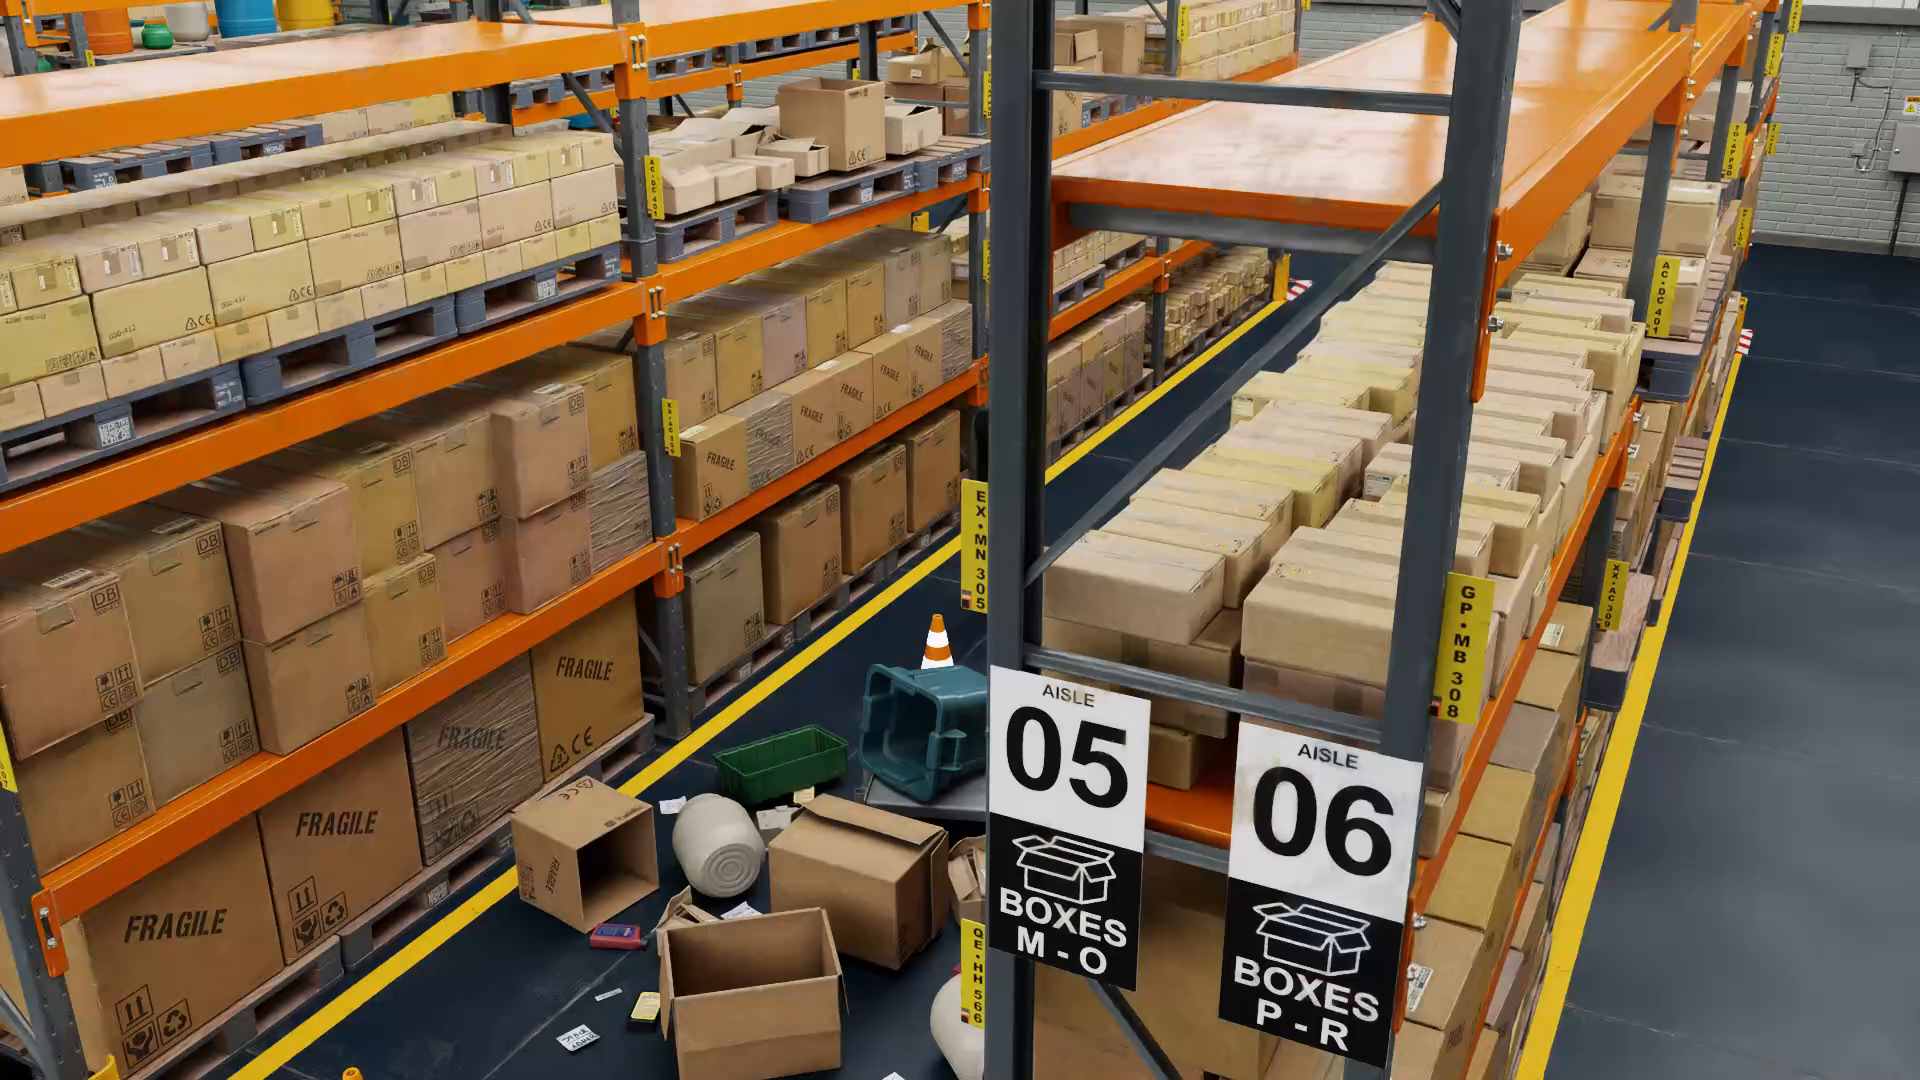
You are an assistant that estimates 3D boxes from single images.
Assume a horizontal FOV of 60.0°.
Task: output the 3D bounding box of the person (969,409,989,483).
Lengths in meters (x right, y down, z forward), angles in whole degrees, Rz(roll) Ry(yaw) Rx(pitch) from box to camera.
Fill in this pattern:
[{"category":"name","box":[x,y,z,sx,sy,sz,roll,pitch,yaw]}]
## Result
[{"category":"person","box":[0.315,-0.322,11.369,0.549,1.629,0.397,12,25,26]}]
